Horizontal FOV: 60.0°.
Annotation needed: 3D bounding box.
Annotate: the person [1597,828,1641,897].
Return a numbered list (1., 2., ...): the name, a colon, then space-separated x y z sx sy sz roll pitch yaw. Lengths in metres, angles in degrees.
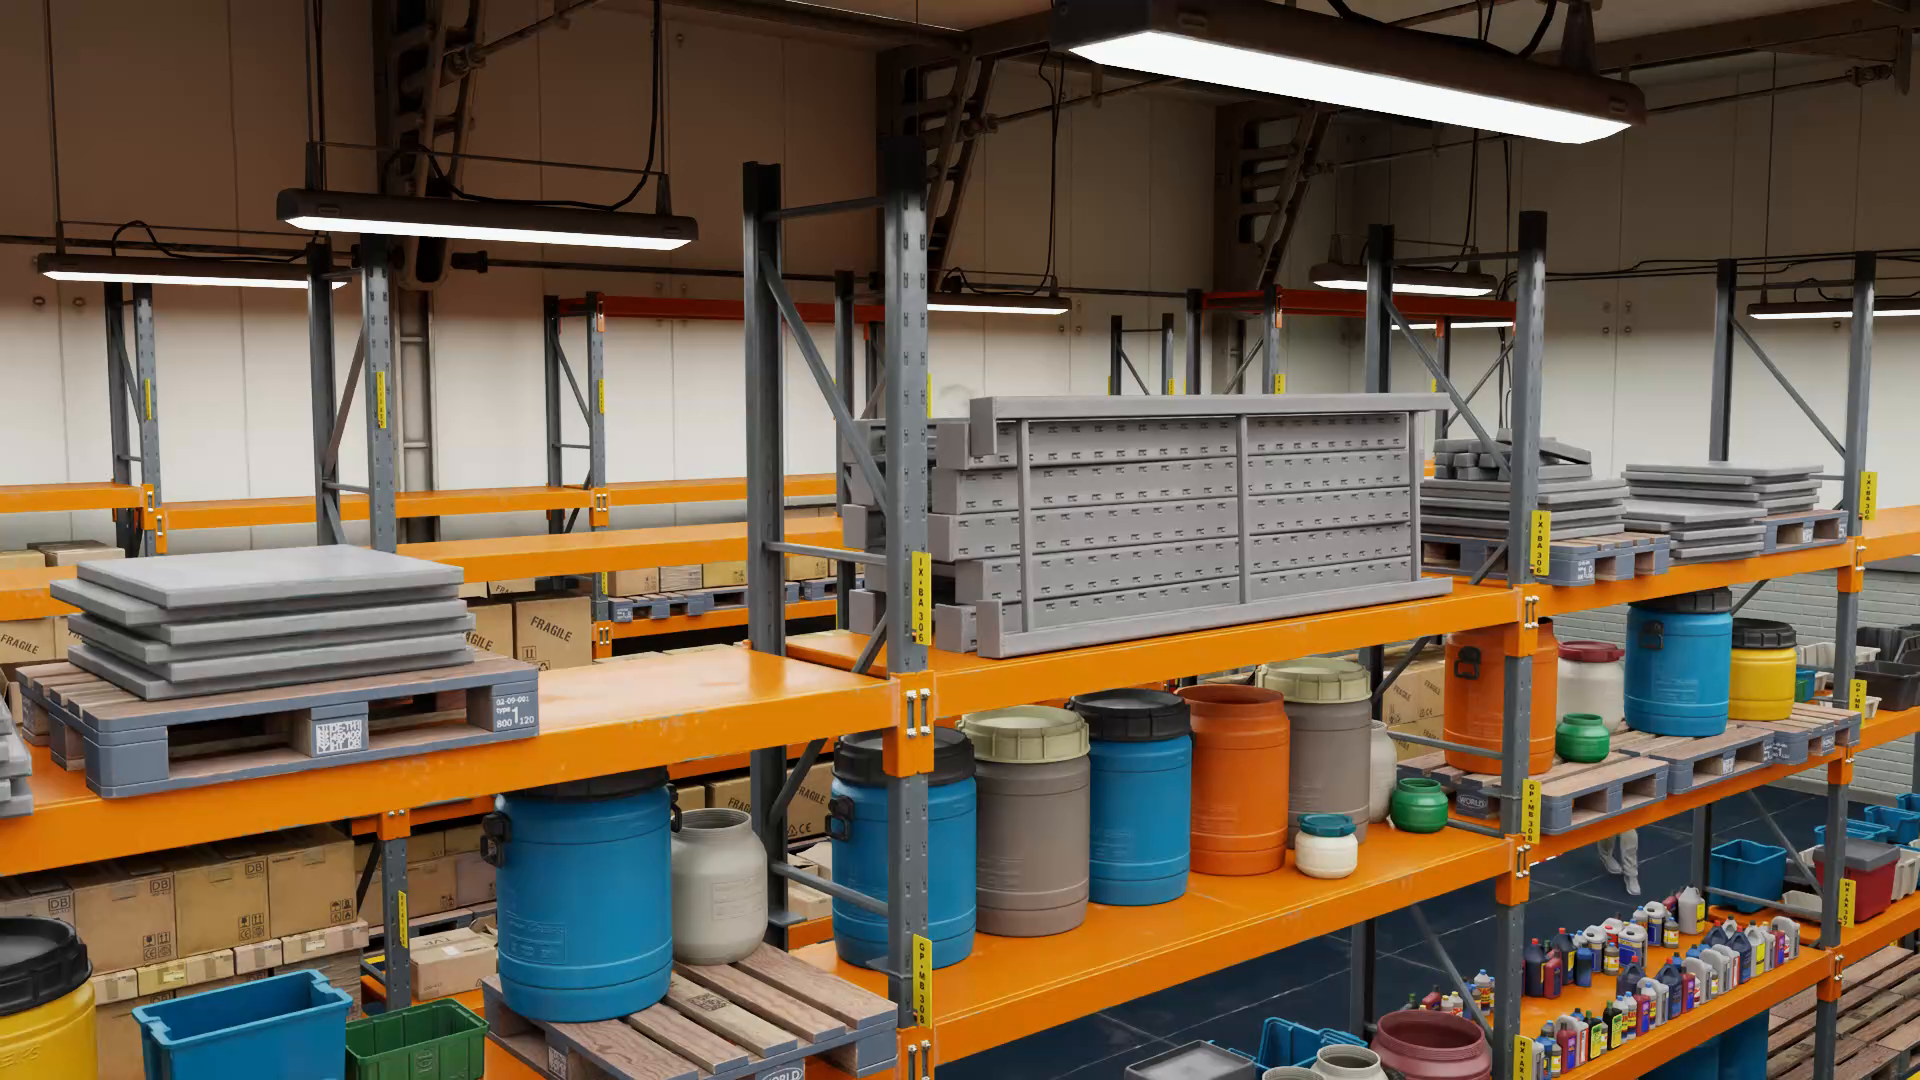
1. person: 6.641 2.647 17.028 0.679 1.777 0.909 0 6 4
